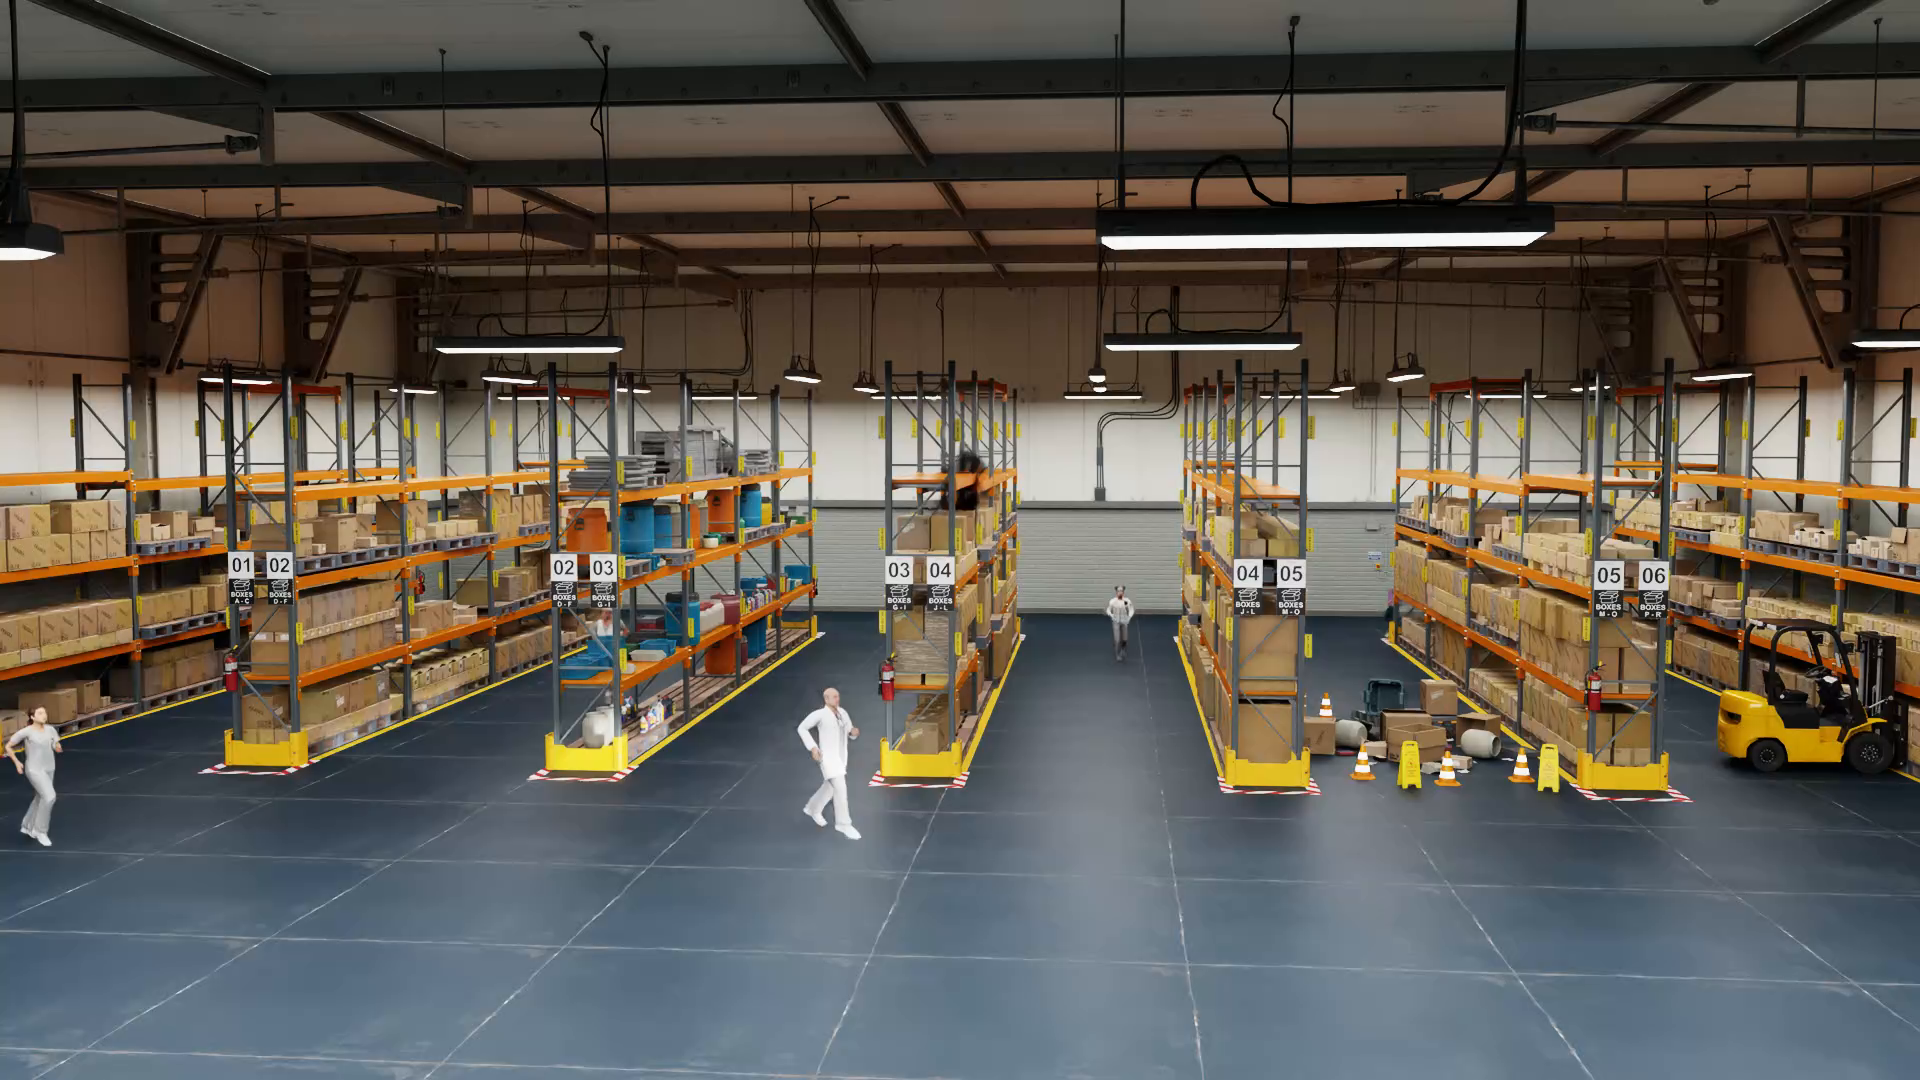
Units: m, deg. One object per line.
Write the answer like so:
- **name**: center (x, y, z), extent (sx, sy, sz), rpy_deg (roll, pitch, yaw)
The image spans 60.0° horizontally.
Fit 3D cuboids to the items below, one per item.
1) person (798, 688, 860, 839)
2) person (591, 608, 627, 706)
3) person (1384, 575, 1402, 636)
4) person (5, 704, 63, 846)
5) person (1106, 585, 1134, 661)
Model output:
- **person**: center (-1.586, 2.782, 20.634), extent (0.973, 1.722, 0.689), rpy_deg (2, 4, 32)
- **person**: center (-6.488, 2.097, 30.666), extent (0.608, 1.833, 0.855), rpy_deg (0, 4, 6)
- **person**: center (10.538, 1.591, 40.338), extent (0.516, 1.558, 0.592), rpy_deg (1, 4, 21)
- **person**: center (-11.168, 2.843, 20.170), extent (0.726, 1.711, 0.532), rpy_deg (1, 4, 17)
- **person**: center (3.483, 1.800, 36.105), extent (0.609, 1.651, 0.560), rpy_deg (0, 4, 3)
